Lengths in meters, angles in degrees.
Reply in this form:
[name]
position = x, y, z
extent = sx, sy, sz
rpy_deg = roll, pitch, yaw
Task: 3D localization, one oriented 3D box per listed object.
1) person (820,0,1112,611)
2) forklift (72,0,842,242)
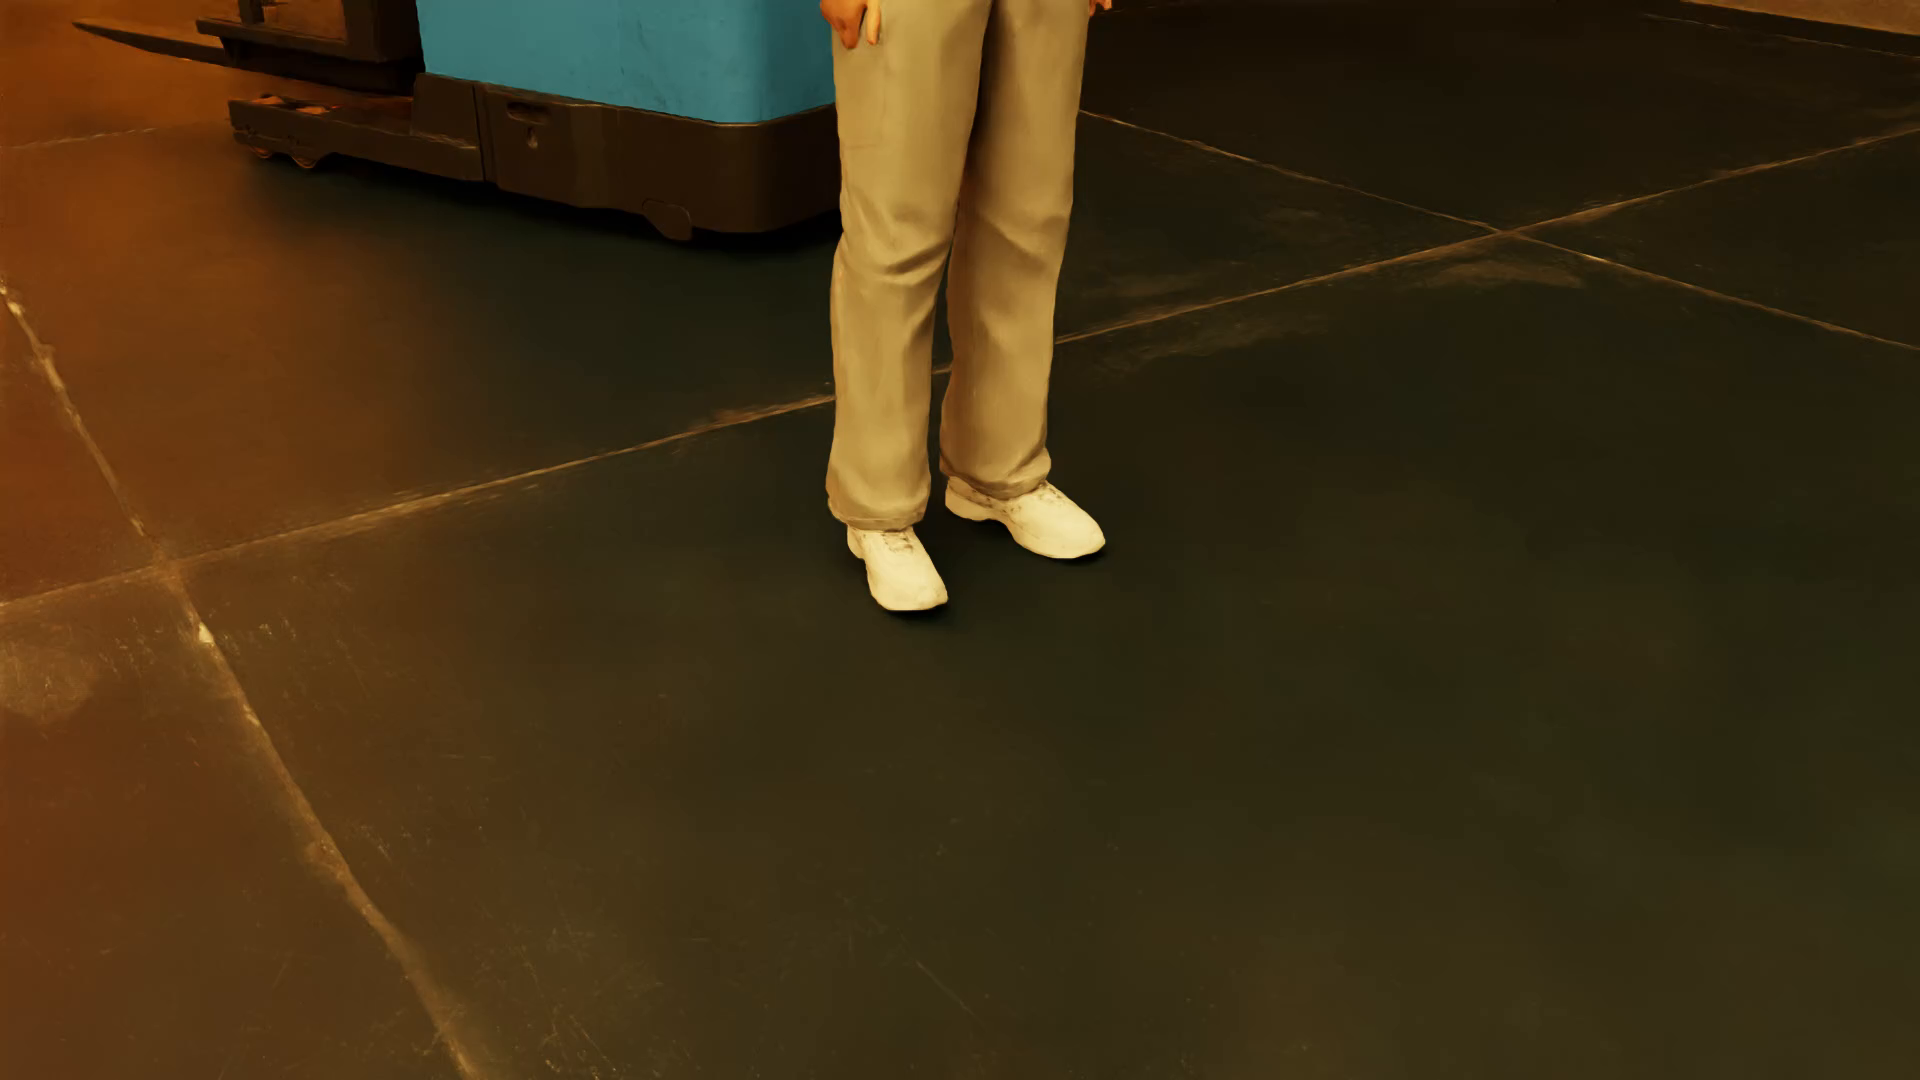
[person]
position = 0.006, -0.745, 2.119
extent = 0.432, 1.673, 0.365
rpy_deg = -17, 31, -31
[forklift]
position = -1.396, -2.491, 4.196
extent = 3.031, 2.935, 1.130
rpy_deg = 17, 32, 31
